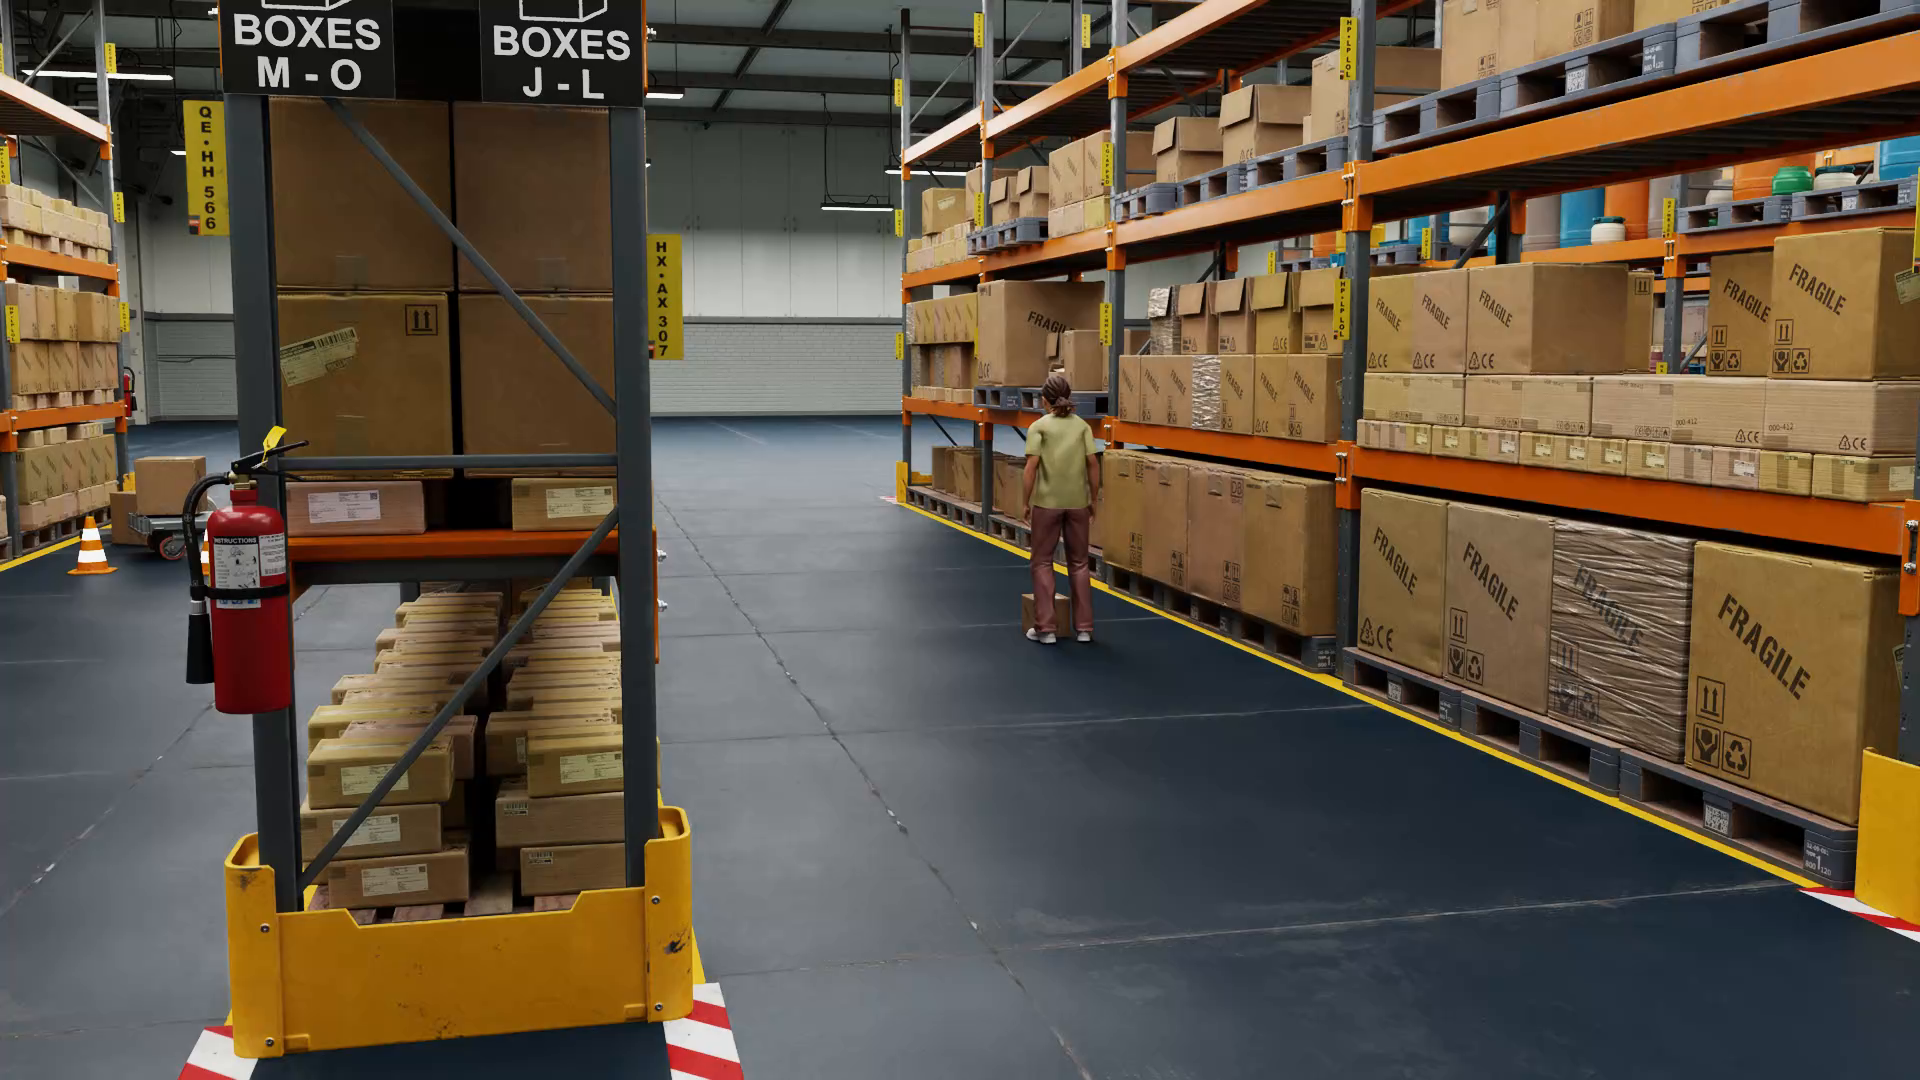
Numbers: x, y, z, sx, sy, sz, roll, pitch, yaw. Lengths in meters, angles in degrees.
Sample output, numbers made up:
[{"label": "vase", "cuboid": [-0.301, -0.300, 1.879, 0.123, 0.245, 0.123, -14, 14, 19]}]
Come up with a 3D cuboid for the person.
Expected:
[{"label": "person", "cuboid": [0.623, -0.194, 10.430, 0.499, 1.673, 0.357, -1, 6, -13]}]
